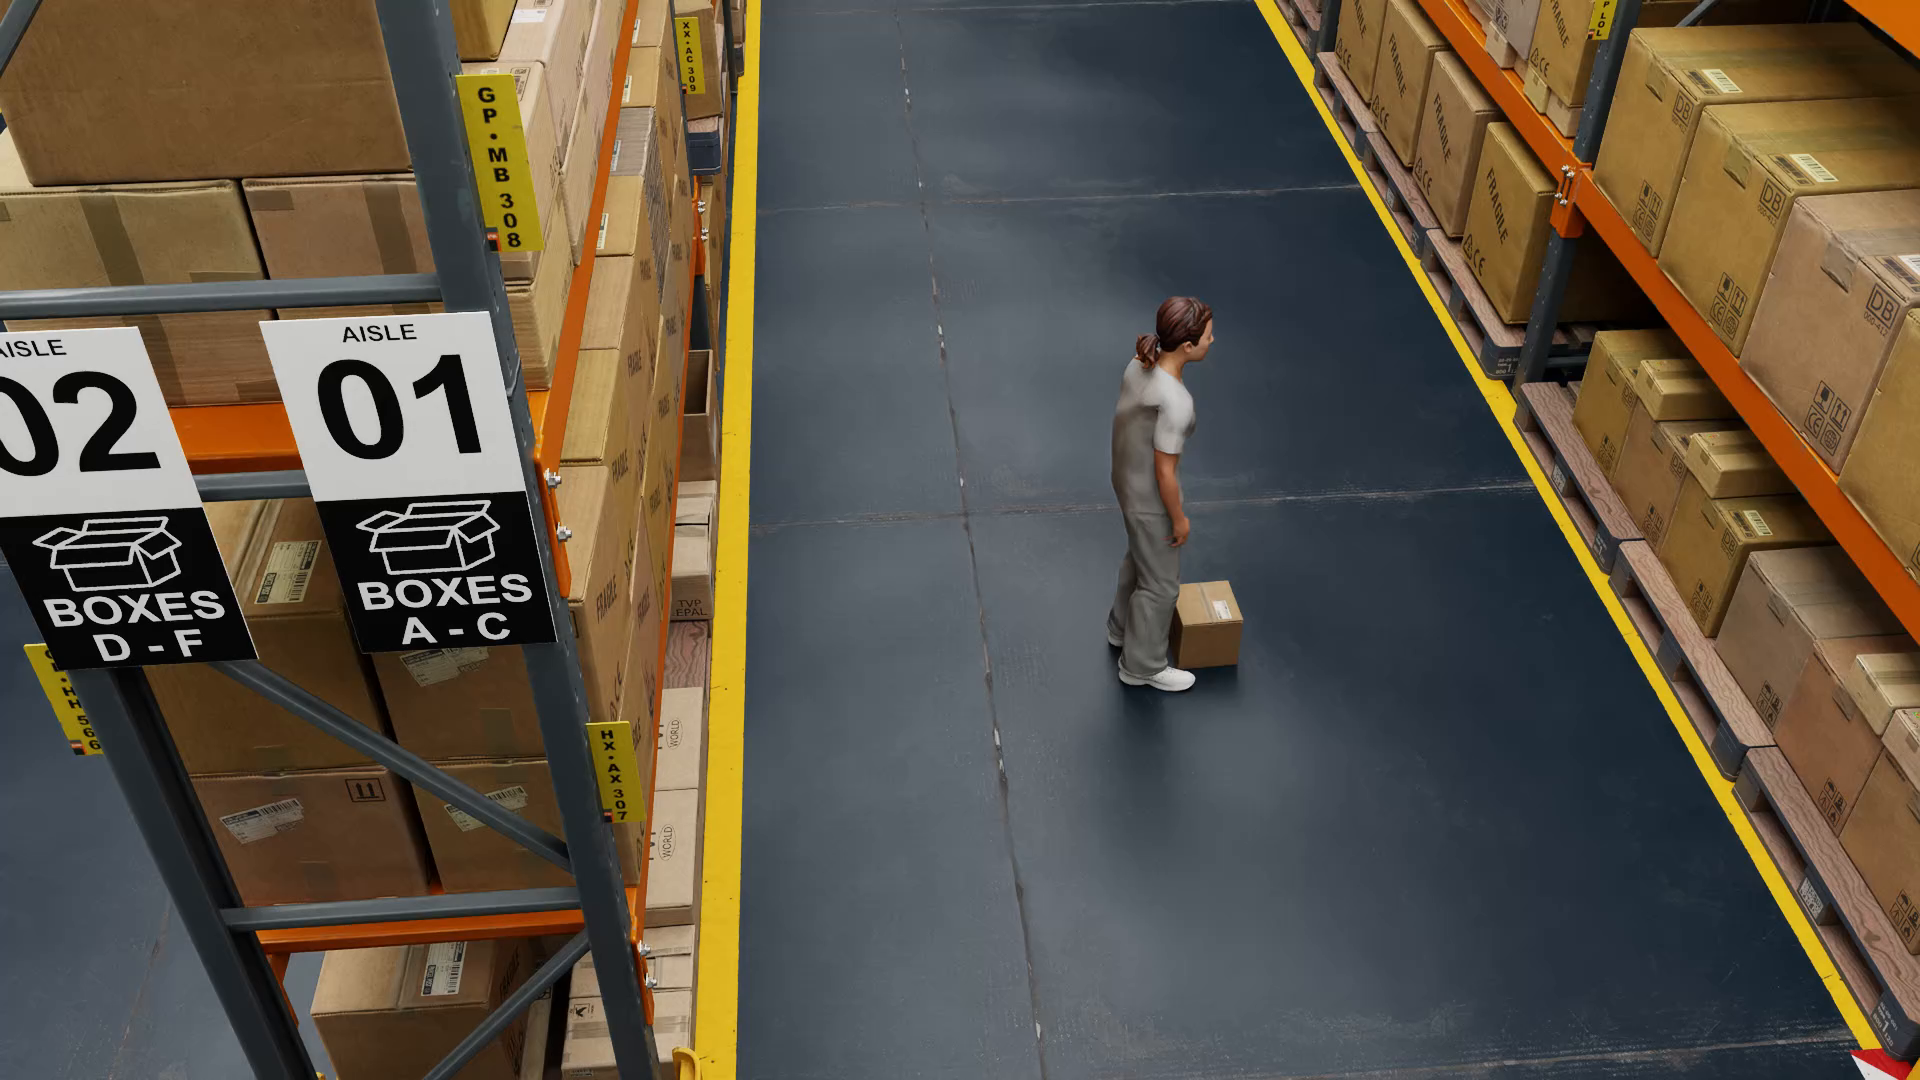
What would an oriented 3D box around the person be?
[{"bbox_3d":[0.757,-0.182,6.379,0.354,1.673,0.513,-5,40,-6],"label":"person"}]
